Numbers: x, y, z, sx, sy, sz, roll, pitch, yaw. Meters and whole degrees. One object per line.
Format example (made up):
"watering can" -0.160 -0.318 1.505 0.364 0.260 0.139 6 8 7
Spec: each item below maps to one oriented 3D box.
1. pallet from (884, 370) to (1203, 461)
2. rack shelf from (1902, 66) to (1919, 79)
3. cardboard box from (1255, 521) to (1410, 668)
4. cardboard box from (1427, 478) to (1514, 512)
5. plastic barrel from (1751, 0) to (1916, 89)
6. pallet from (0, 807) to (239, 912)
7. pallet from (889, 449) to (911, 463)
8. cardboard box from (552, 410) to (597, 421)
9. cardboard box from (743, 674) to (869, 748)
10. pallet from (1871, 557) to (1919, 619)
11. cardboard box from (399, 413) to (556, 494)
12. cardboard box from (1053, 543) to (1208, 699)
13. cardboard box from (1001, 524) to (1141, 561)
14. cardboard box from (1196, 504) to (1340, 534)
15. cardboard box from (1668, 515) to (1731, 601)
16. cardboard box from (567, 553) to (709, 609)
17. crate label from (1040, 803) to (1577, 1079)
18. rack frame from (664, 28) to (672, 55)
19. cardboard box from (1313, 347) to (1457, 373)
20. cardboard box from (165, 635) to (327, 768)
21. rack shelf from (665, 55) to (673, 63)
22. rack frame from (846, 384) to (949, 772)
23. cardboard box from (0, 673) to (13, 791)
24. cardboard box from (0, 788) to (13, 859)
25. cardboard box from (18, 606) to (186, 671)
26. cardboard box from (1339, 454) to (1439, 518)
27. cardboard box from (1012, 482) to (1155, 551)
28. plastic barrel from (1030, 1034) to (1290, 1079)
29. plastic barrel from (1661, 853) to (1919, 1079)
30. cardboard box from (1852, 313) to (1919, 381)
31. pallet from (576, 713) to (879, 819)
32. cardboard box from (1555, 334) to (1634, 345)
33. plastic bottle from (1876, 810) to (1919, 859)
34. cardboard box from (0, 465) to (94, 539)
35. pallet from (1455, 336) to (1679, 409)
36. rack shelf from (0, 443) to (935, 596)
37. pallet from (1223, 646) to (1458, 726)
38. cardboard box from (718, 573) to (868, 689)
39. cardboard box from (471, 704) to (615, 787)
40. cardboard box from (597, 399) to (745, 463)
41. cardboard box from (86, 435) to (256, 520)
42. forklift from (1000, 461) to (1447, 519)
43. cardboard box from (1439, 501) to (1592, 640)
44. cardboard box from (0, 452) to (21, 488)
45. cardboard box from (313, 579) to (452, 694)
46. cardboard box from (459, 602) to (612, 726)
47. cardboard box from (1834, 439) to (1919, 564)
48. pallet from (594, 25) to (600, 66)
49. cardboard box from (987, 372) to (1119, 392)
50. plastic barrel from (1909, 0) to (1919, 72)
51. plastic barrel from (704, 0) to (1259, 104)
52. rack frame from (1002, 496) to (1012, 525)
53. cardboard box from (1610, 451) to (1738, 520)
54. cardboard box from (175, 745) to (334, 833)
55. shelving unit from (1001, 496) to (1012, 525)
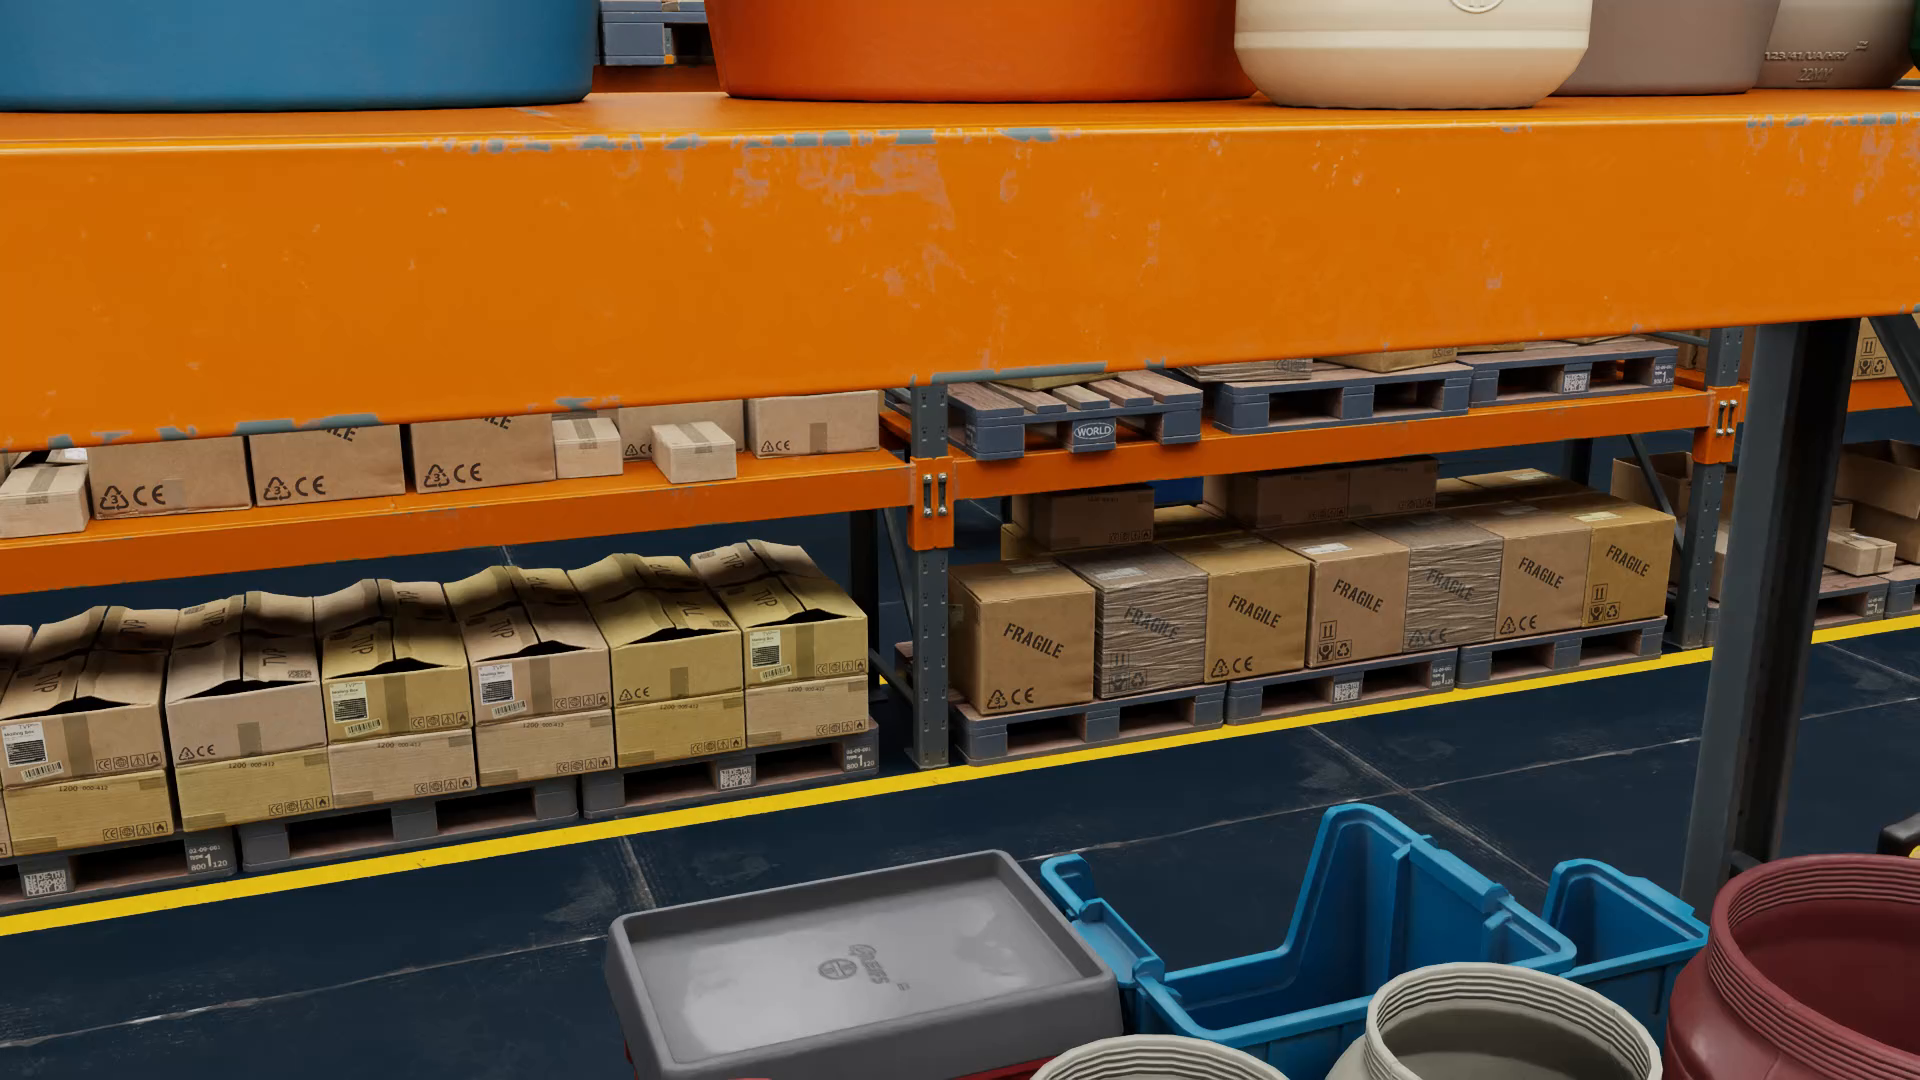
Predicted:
"pallet" 0.326 -0.616 7.214 1.003 0.211 1.213 -6 17 -20
"rack shelf" 5.321 -2.321 8.630 4.000 0.370 1.077 -6 17 -20
"cardboard box" 1.688 0.238 7.618 0.500 0.500 0.500 -7 18 -22
"cardboard box" 2.420 0.005 8.414 0.500 0.500 0.500 -6 17 -19
"plastic barrel" 1.087 -0.860 2.182 0.421 0.512 0.421 0 16 0
"pallet" -3.343 1.035 6.199 1.213 0.211 1.003 -6 17 -20
"pallet" -0.157 -0.768 12.340 1.213 0.211 1.003 -6 17 -20
"cardboard box" -2.712 -0.850 11.325 0.500 0.500 0.700 -6 17 -19
"cardboard box" -0.686 0.613 6.821 0.500 0.250 0.500 -6 17 -19
"pallet" 5.236 0.120 9.315 1.213 0.211 1.003 -6 17 -20
"cardboard box" -1.843 -0.496 6.287 0.500 0.500 0.500 -7 18 -23
"cardboard box" 0.732 0.342 7.267 0.500 0.500 0.500 -7 18 -22
"cardboard box" 0.507 0.210 7.713 0.500 0.500 0.500 -5 17 -18
"cardboard box" 1.479 0.104 8.076 0.500 0.500 0.500 -7 18 -22
"cardboard box" 3.923 0.069 8.532 0.500 0.311 0.500 -6 17 -20
"cardboard box" -1.364 0.258 7.036 0.500 0.311 0.500 -7 18 -21
"crate label" 0.462 0.694 2.349 0.616 0.435 0.502 -6 17 -20
"rack frame" -2.058 -1.925 11.329 0.127 3.000 1.000 -6 17 -20
"cardboard box" 1.826 -1.080 7.530 0.500 0.500 0.700 -11 20 -34
"cardboard box" -2.590 0.553 6.032 0.500 0.311 0.500 -7 18 -22
"rack shelf" -0.190 -3.220 11.694 4.000 0.370 1.077 -6 17 -20
"rack frame" -0.282 -0.622 6.892 0.127 3.000 1.000 -6 17 -20
"cardboard box" -3.542 0.654 5.686 0.500 0.311 0.500 -6 17 -20
"cardboard box" -3.552 0.924 5.763 0.500 0.250 0.500 -7 18 -21
"cardboard box" -3.258 0.460 6.348 0.500 0.311 0.500 -6 17 -19
"cardboard box" 1.981 -0.311 8.159 0.500 0.250 0.500 -6 17 -20
"cardboard box" 0.558 -0.156 7.631 0.500 0.250 0.500 -5 17 -18
"plastic barrel" 0.209 0.831 1.748 0.421 0.512 0.421 0 16 0
"plastic barrel" 1.162 0.743 2.003 0.708 0.536 0.600 -6 17 -20
"cardboard box" 4.504 -1.105 8.360 0.500 0.500 0.500 -6 17 -19
"pallet" -1.065 0.789 7.037 1.213 0.211 1.003 -6 17 -20
"cardboard box" 2.931 -1.286 8.230 0.500 0.500 0.700 -14 21 -39
"plastic bottle" 1.712 0.585 2.990 0.133 0.283 0.061 -6 17 -20
"cardboard box" -3.117 -0.133 5.675 0.250 0.149 0.380 -6 17 -20
"pallet" 2.668 -0.881 8.116 1.213 0.211 1.003 -6 17 -20
"rack shelf" -2.150 -0.075 6.306 4.000 0.370 1.077 -6 17 -20
"pallet" 1.566 0.529 7.922 1.213 0.211 1.003 -6 17 -20
"cardboard box" -0.683 0.345 6.741 0.500 0.311 0.500 -6 17 -19
"cardboard box" -1.637 0.716 6.471 0.500 0.250 0.500 -6 17 -19
"cardboard box" -1.186 -0.540 6.771 0.500 0.311 0.500 -6 18 -21
"cardboard box" -2.802 -0.393 5.934 0.500 0.500 0.500 -5 17 -16
"forklift" 1.830 -1.520 10.073 3.031 2.935 1.130 -4 17 -13
"cardboard box" 2.630 0.136 7.967 0.500 0.500 0.500 -6 17 -20
"cardboard box" -3.573 -0.208 5.748 0.500 0.250 0.500 -5 17 -17
"cardboard box" -2.321 0.361 6.686 0.500 0.311 0.500 -6 18 -21
"cardboard box" -1.638 0.449 6.385 0.500 0.311 0.500 -6 17 -20
"cardboard box" 5.206 -0.229 9.204 0.637 0.503 0.797 -6 17 -20
"pallet" -1.927 -1.765 5.796 1.213 0.211 1.003 -5 17 -18
"cardboard box" 0.266 -0.964 7.136 0.500 0.500 0.700 -13 21 -38
"plastic barrel" 1.275 -0.644 1.921 0.294 0.245 0.294 0 16 0
"plastic barrel" 0.032 -0.872 1.657 0.708 0.830 0.600 -6 17 -20
"rack frame" 0.318 -1.041 9.917 0.015 2.100 0.400 -4 17 -13
"cardboard box" 3.884 -0.169 9.005 0.500 0.500 0.500 -6 17 -20
"cardboard box" -2.591 0.820 6.118 0.500 0.250 0.500 -7 18 -22
"shelving unit" 0.081 -1.025 9.860 0.503 2.100 0.431 -4 17 -13
